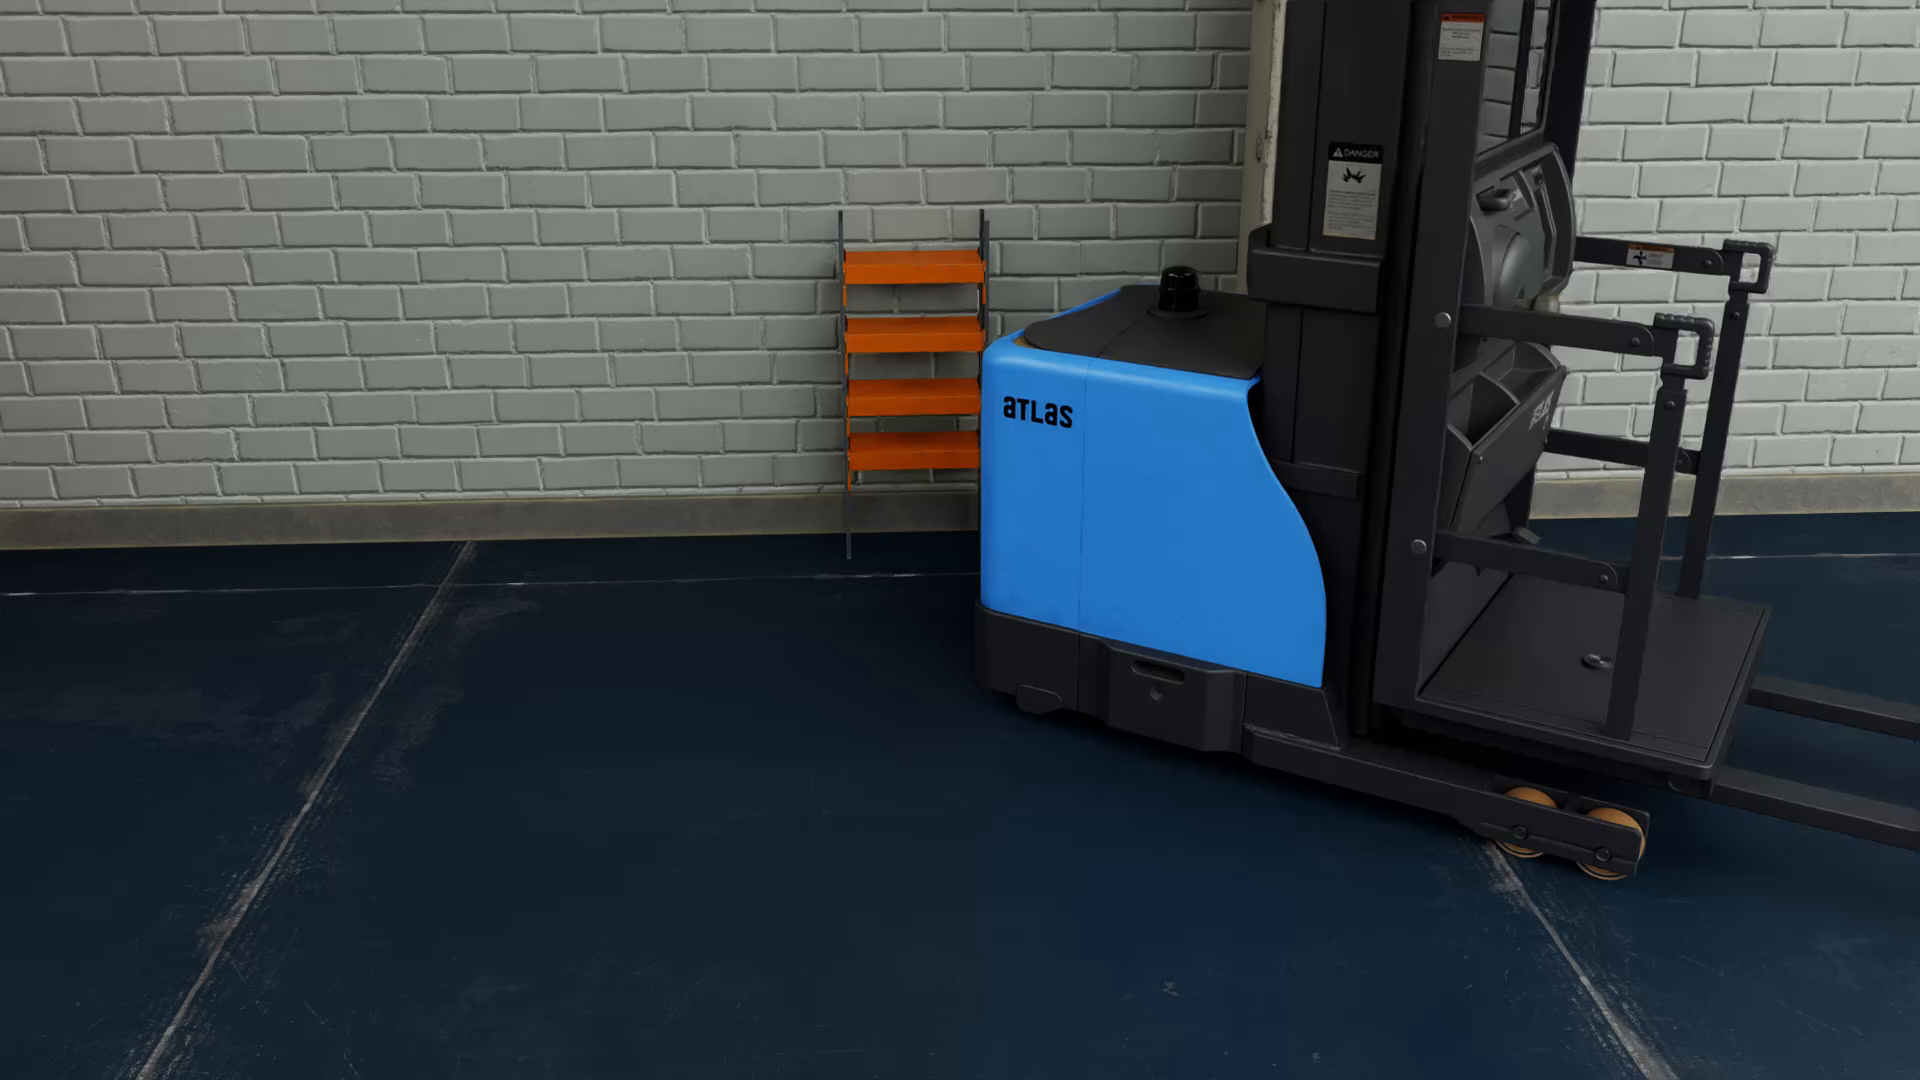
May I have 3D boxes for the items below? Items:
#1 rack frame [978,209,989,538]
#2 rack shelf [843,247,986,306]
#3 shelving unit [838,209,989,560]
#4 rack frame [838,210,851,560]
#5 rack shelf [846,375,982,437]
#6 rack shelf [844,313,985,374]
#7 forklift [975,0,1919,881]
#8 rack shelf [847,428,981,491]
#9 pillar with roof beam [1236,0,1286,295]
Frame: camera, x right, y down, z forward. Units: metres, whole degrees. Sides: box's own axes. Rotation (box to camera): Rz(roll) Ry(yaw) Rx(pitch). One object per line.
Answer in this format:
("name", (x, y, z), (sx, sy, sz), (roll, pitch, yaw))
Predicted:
("rack frame", (0.083, -0.545, 5.865), (0.015, 1.200, 0.240), (-1, 21, -4))
("rack shelf", (-0.161, -0.906, 5.710), (0.480, 0.148, 0.258), (-1, 21, -4))
("shelving unit", (-0.161, -0.539, 5.850), (0.503, 1.200, 0.258), (-1, 21, -4))
("rack frame", (-0.404, -0.533, 5.835), (0.015, 1.200, 0.240), (-1, 21, -4))
("rack shelf", (-0.161, -0.476, 5.874), (0.480, 0.148, 0.258), (-1, 21, -4))
("rack shelf", (-0.161, -0.685, 5.794), (0.480, 0.148, 0.258), (-1, 21, -4))
("forklift", (1.571, -0.772, 4.028), (3.031, 2.935, 1.130), (12, 24, 29))
("rack shelf", (-0.161, -0.291, 5.945), (0.480, 0.148, 0.258), (-1, 21, -4))
("pillar with roof beam", (1.445, -2.693, 0.548), (0.400, 9.000, 9.100), (-1, 21, -3))
